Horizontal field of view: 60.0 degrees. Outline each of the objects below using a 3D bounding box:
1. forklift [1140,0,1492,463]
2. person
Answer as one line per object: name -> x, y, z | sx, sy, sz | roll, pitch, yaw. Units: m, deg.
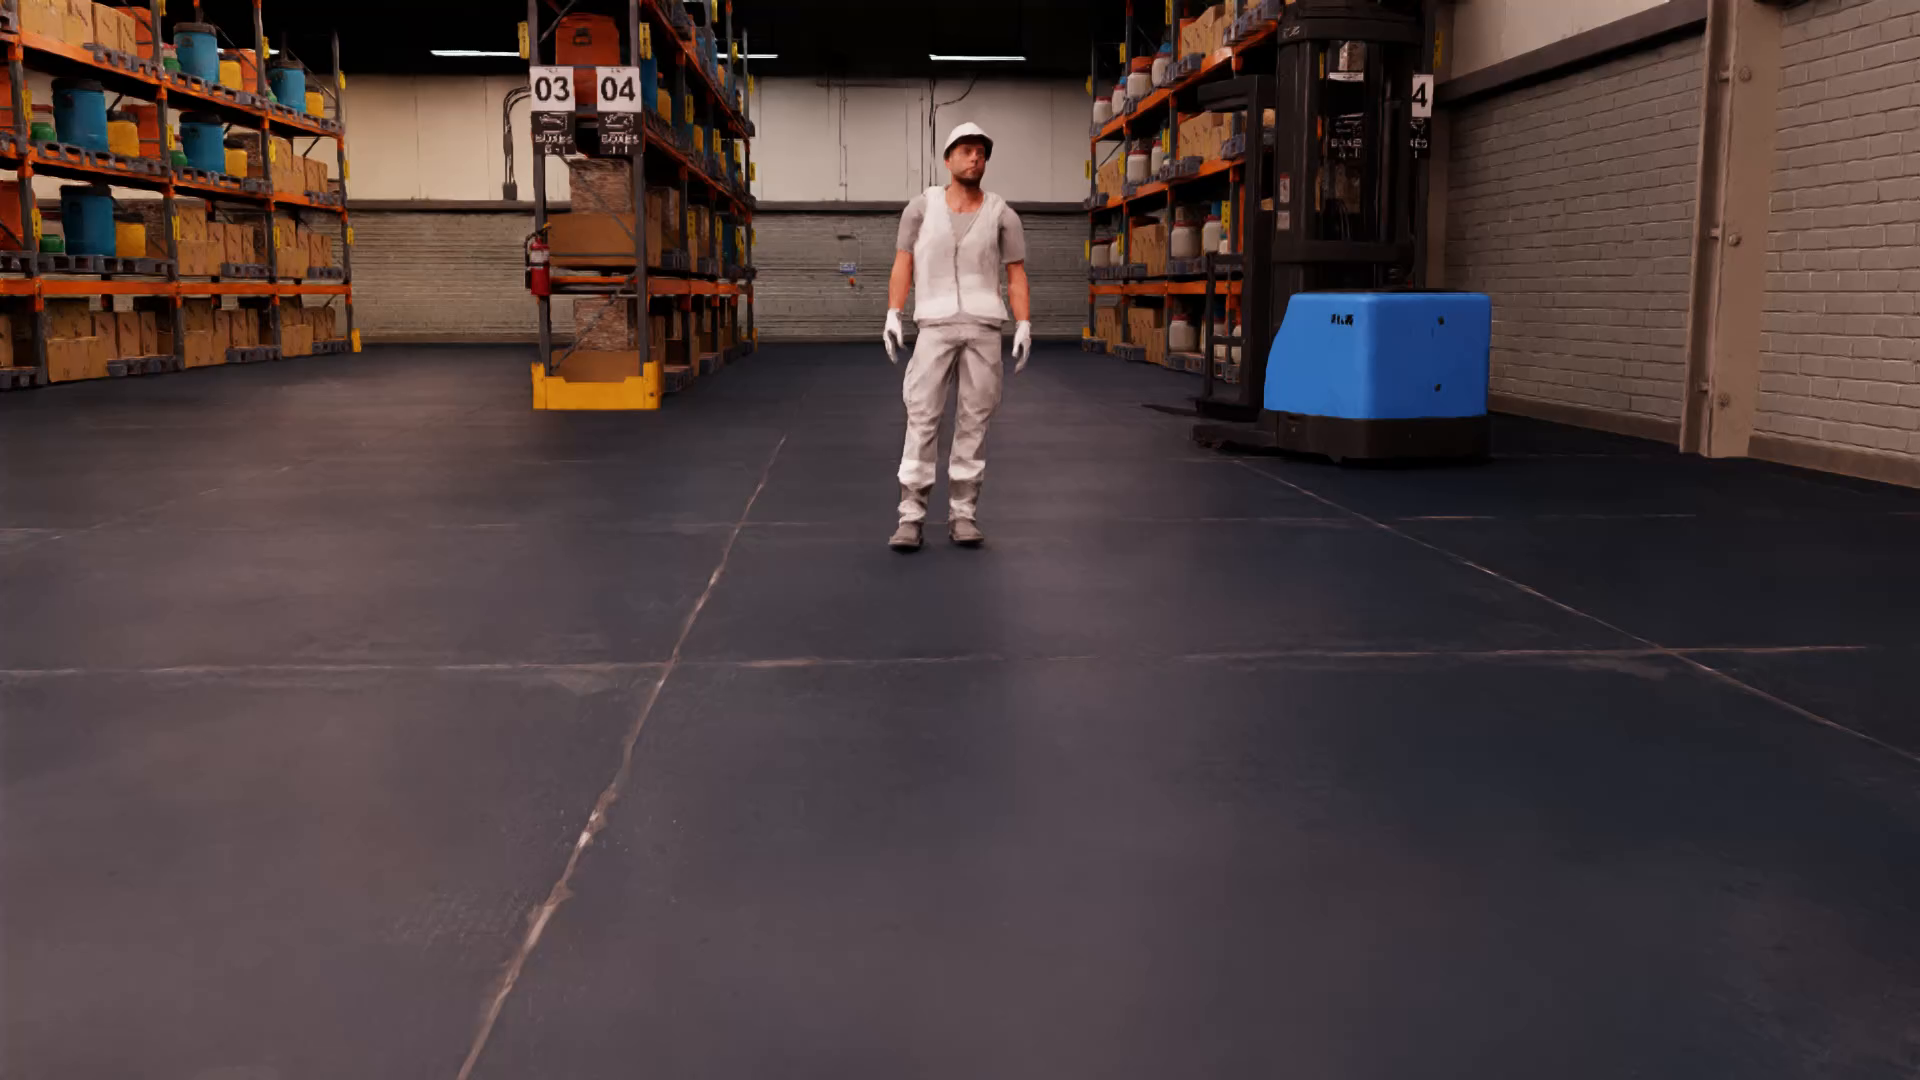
forklift -> 2.309, -2.105, 11.506 | 1.130, 2.935, 3.031 | -4, 9, -23
person -> -0.006, -0.880, 7.097 | 0.637, 1.787, 0.561 | -1, 8, -4
